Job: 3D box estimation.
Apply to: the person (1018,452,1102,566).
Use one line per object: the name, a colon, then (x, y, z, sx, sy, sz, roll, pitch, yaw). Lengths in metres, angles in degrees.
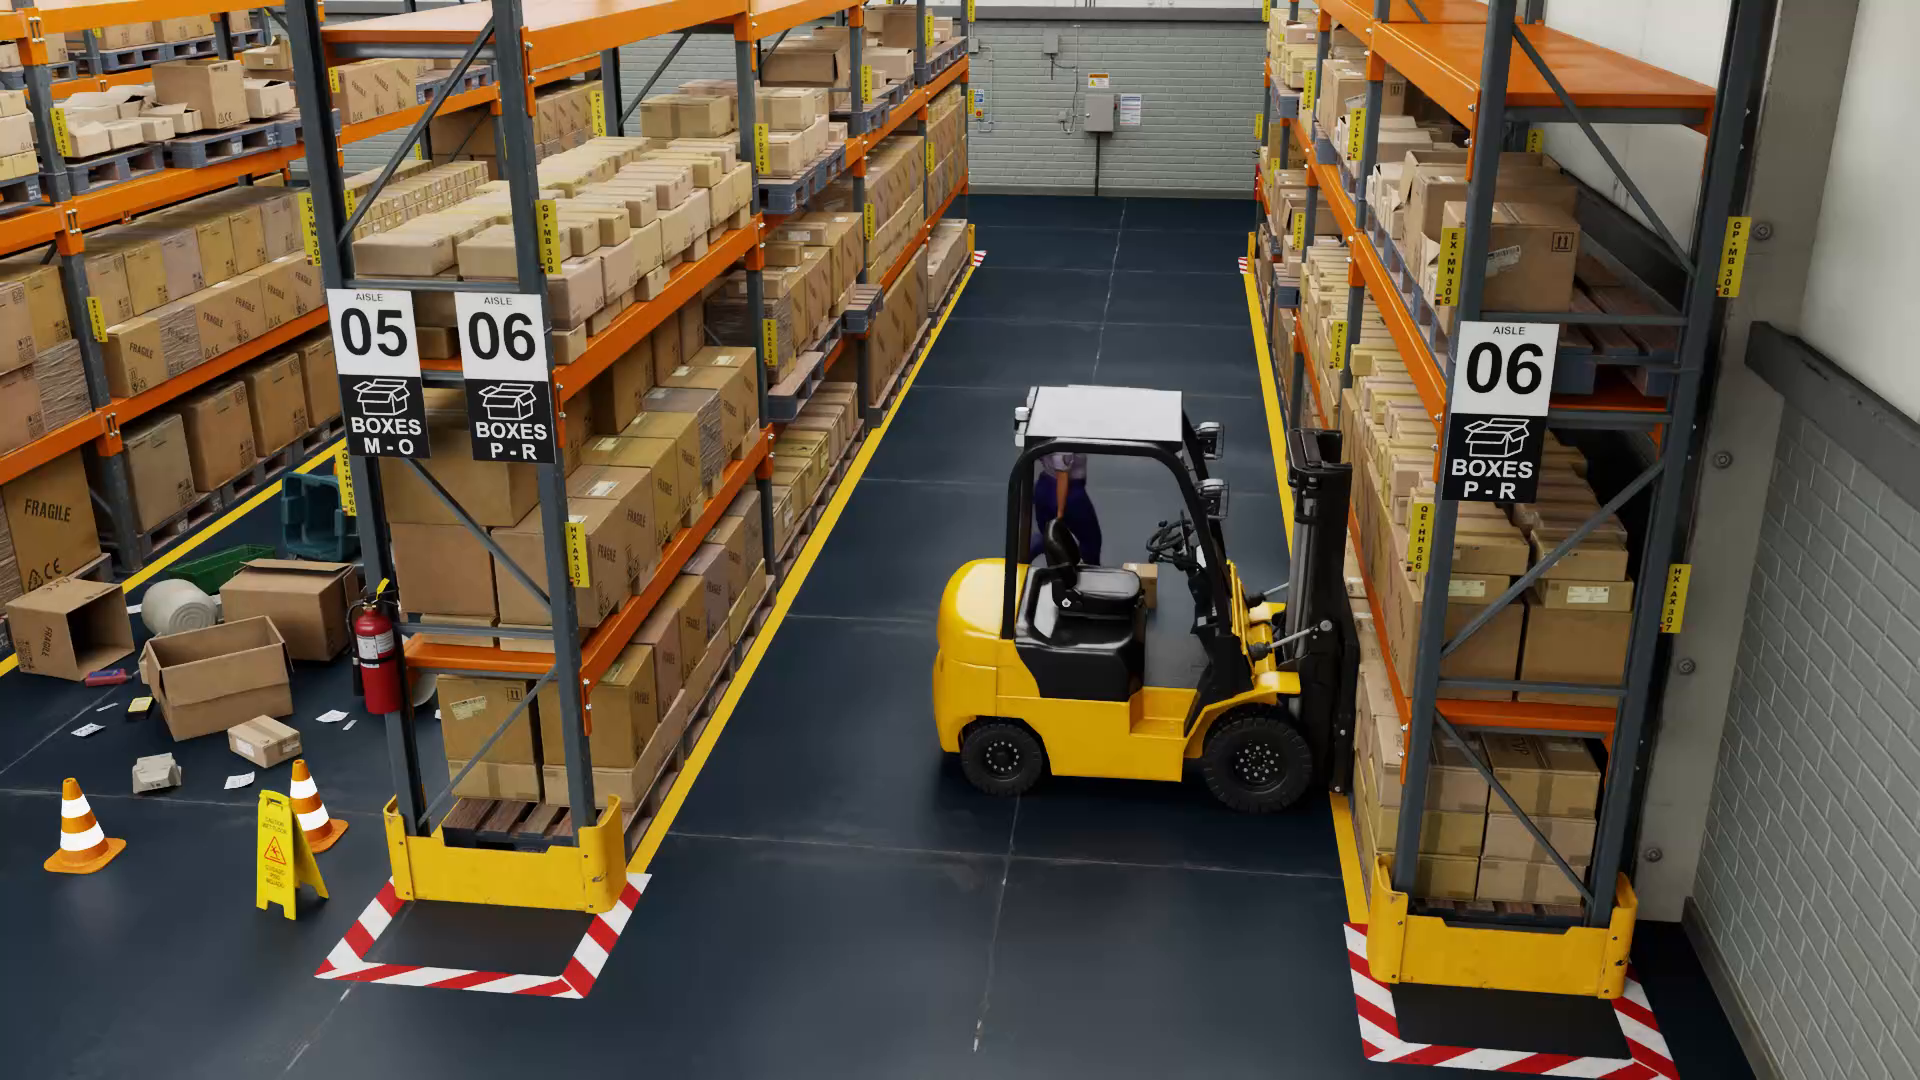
person: (0.731, -0.312, 11.954, 0.898, 1.588, 0.482, -12, 24, -29)
